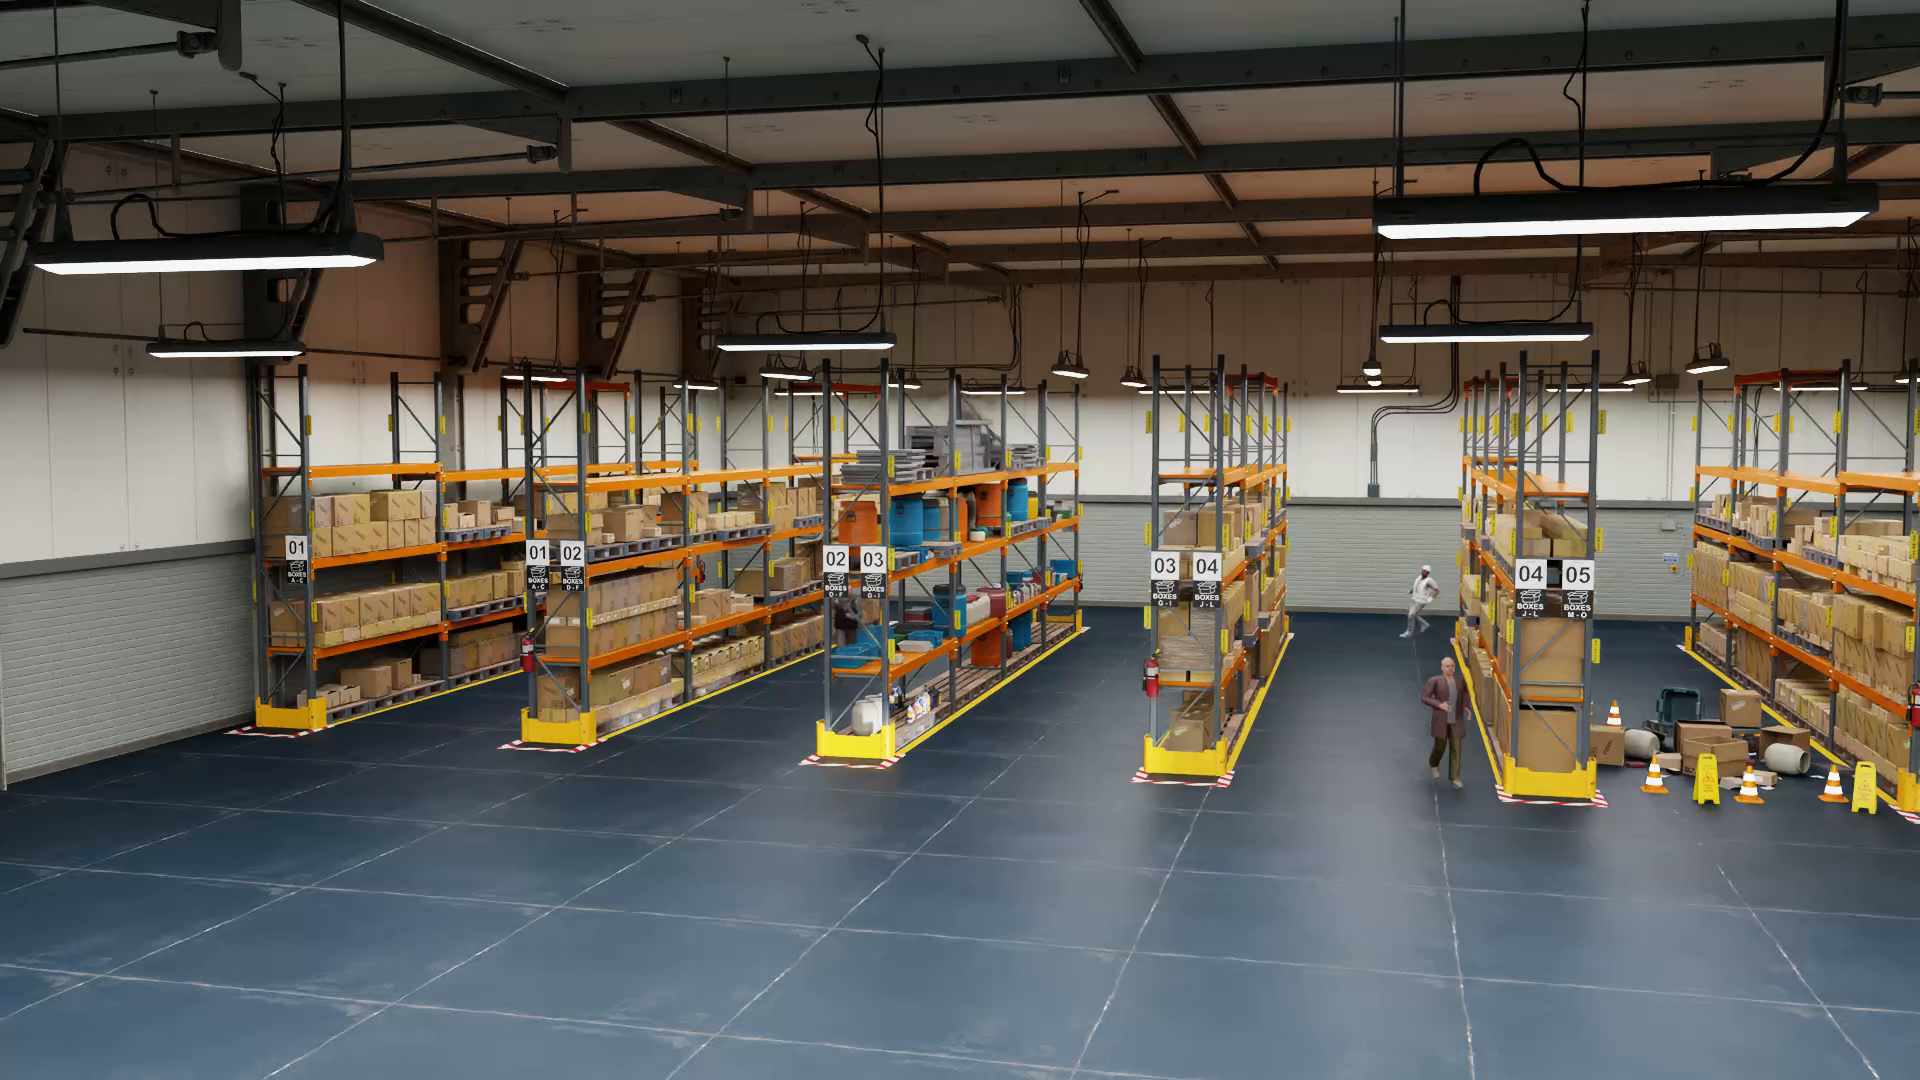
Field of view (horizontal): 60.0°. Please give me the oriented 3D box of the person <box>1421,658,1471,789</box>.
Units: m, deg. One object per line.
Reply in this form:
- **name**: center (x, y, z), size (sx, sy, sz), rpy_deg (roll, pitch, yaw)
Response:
- **person**: center (6.756, 2.508, 23.085), size (0.726, 1.761, 0.939), rpy_deg (0, 4, -2)

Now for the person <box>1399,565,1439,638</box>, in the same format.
- **person**: center (10.774, 1.448, 39.015), size (0.835, 1.719, 0.740), rpy_deg (-1, 4, -16)

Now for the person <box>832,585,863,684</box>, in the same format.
- **person**: center (-2.119, 1.740, 30.993), size (0.638, 1.827, 0.683), rpy_deg (0, 4, -2)
